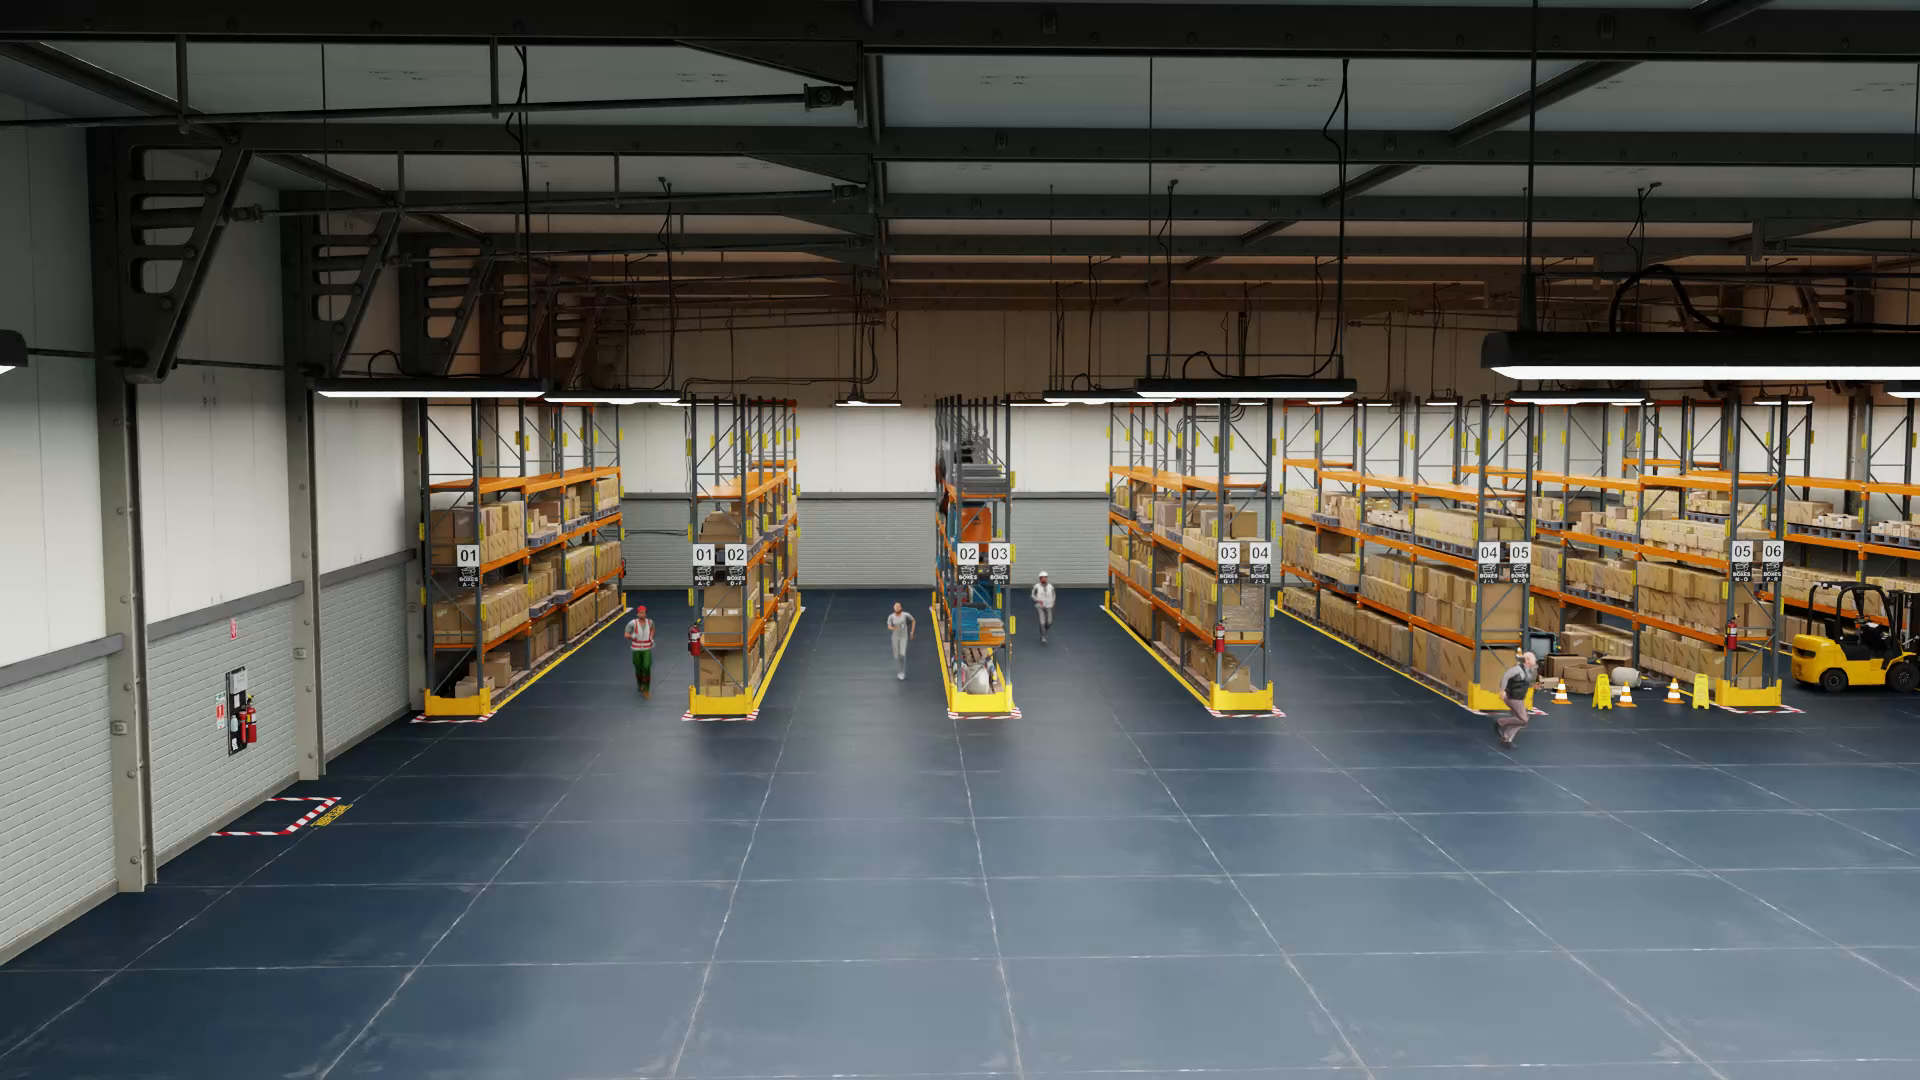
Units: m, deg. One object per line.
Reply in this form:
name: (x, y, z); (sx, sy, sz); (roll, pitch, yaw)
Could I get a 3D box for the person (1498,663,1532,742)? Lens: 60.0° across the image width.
person: (9.401, 2.761, 28.154); (0.499, 1.384, 0.446); (3, 5, 31)

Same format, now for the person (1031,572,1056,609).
person: (2.080, 1.249, 40.873); (0.659, 0.928, 0.504); (-1, 5, -11)

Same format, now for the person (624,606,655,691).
person: (-6.395, 2.150, 33.220); (0.620, 1.704, 0.707); (-1, 5, -16)

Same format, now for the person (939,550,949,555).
person: (-0.482, 0.979, 50.476); (0.551, 1.439, 0.543); (1, 5, 17)

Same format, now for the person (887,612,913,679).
person: (-1.273, 2.264, 35.351); (0.521, 1.473, 0.427); (1, 5, 8)
